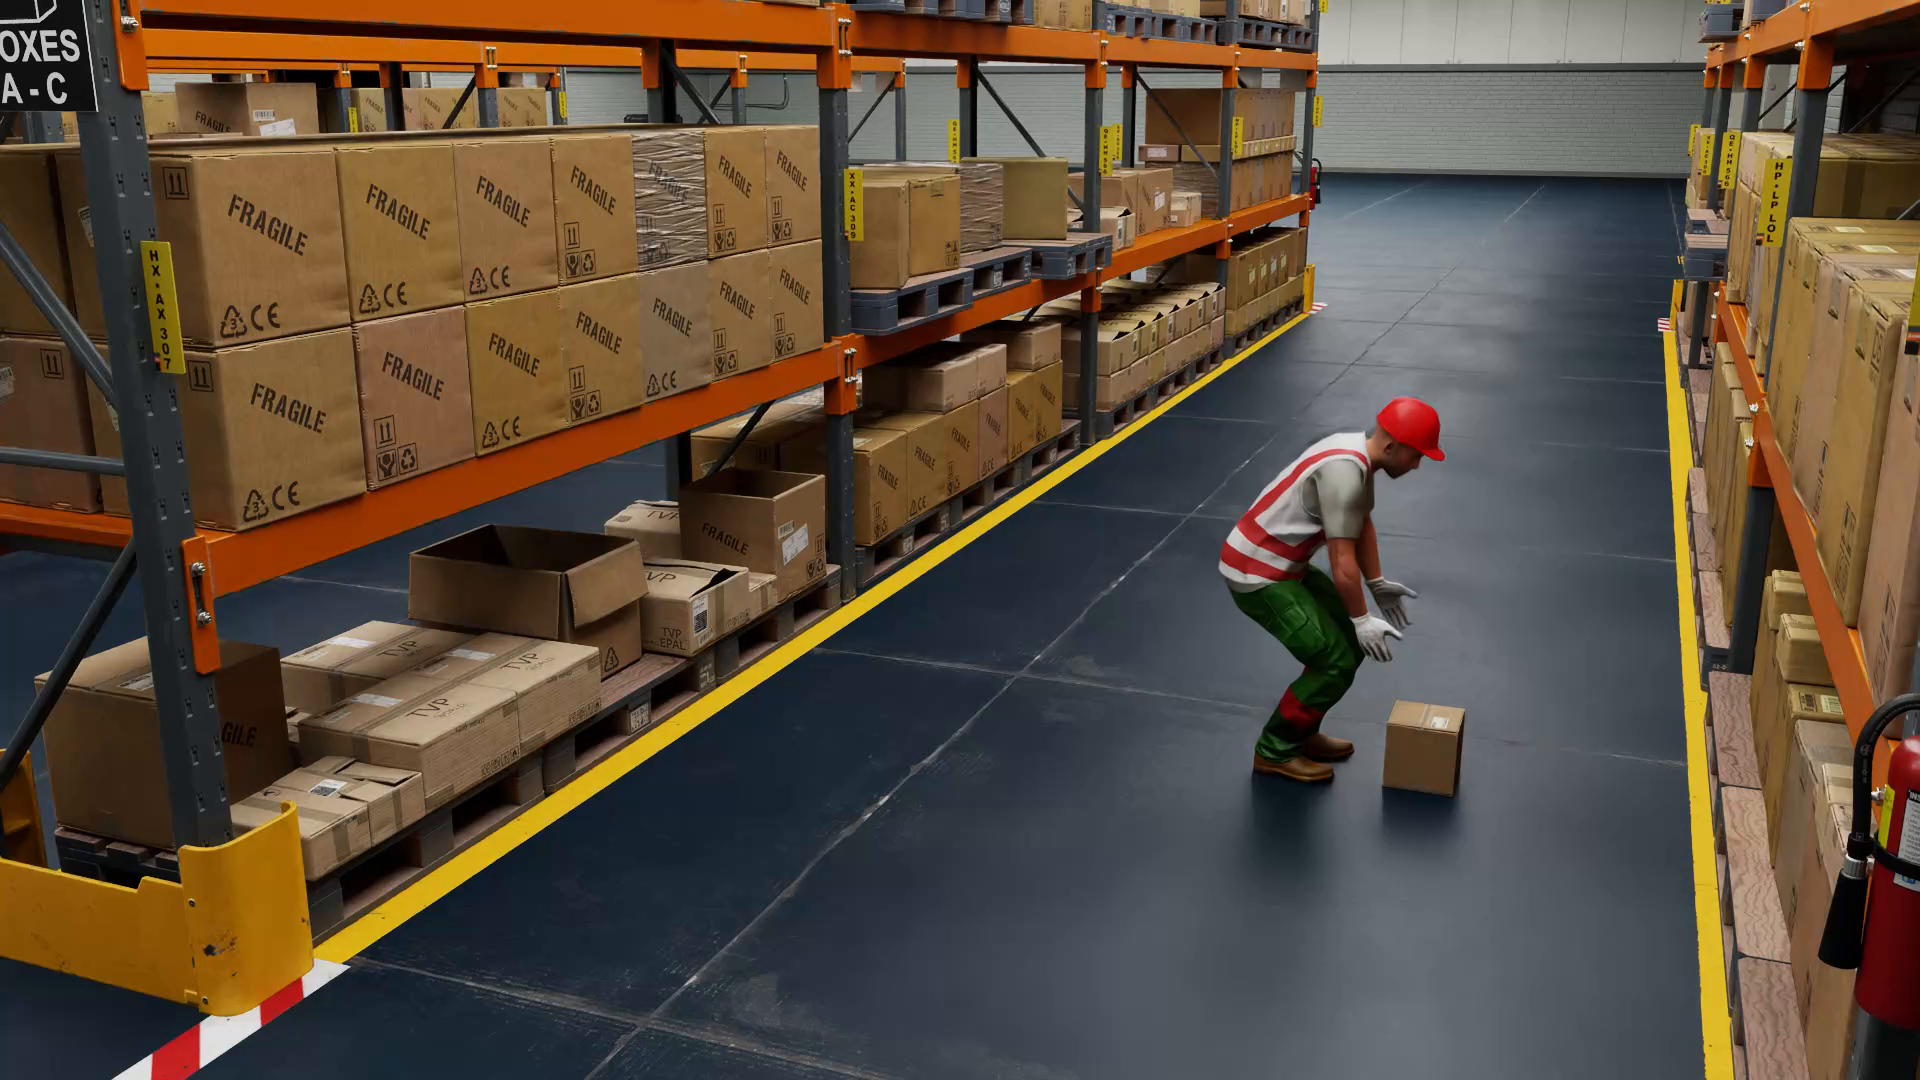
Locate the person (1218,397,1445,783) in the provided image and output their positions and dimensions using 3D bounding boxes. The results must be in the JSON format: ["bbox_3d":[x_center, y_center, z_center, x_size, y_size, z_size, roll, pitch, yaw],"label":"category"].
[{"bbox_3d":[1.348,0.158,6.116,0.766,1.412,0.584,6,16,21],"label":"person"}]
